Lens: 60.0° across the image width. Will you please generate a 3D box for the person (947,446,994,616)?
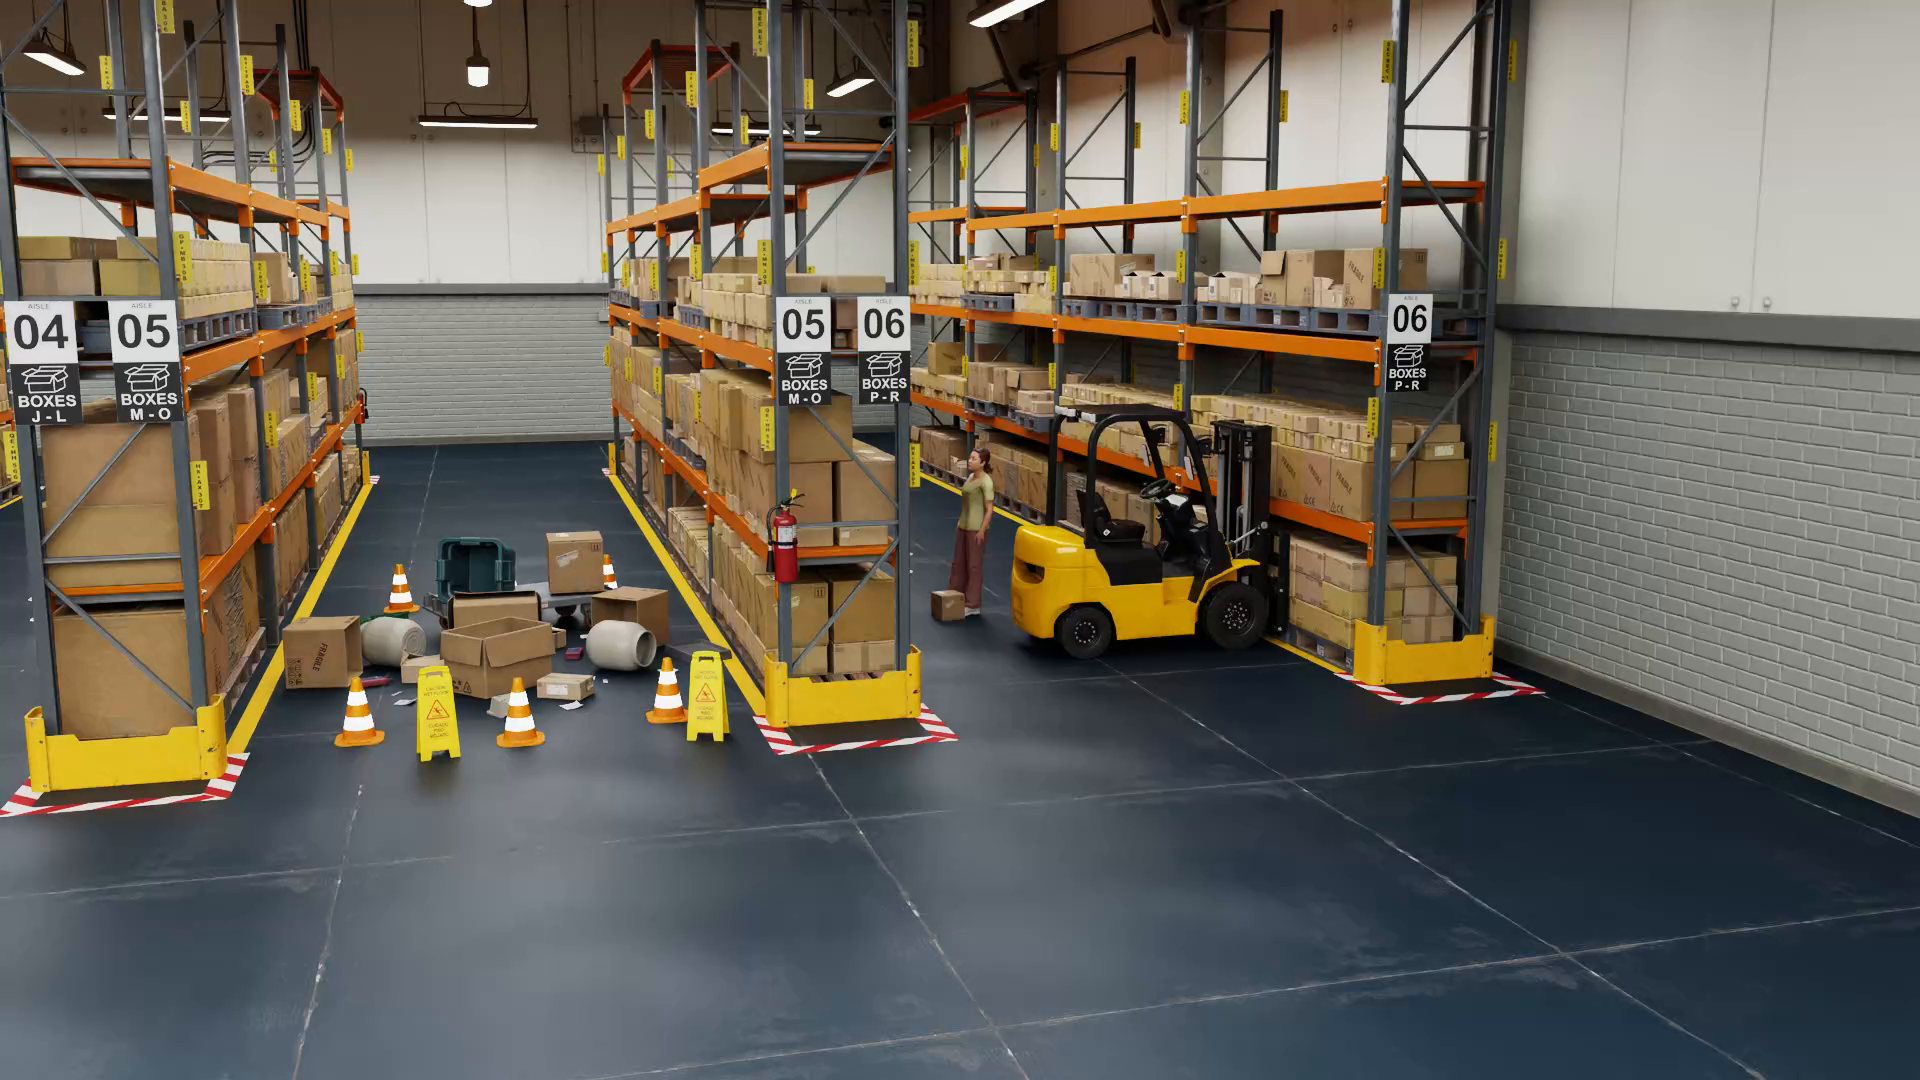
[{"bbox_3d":[0.064,-0.087,16.355,0.547,1.673,0.553,-4,10,-24],"label":"person"}]
